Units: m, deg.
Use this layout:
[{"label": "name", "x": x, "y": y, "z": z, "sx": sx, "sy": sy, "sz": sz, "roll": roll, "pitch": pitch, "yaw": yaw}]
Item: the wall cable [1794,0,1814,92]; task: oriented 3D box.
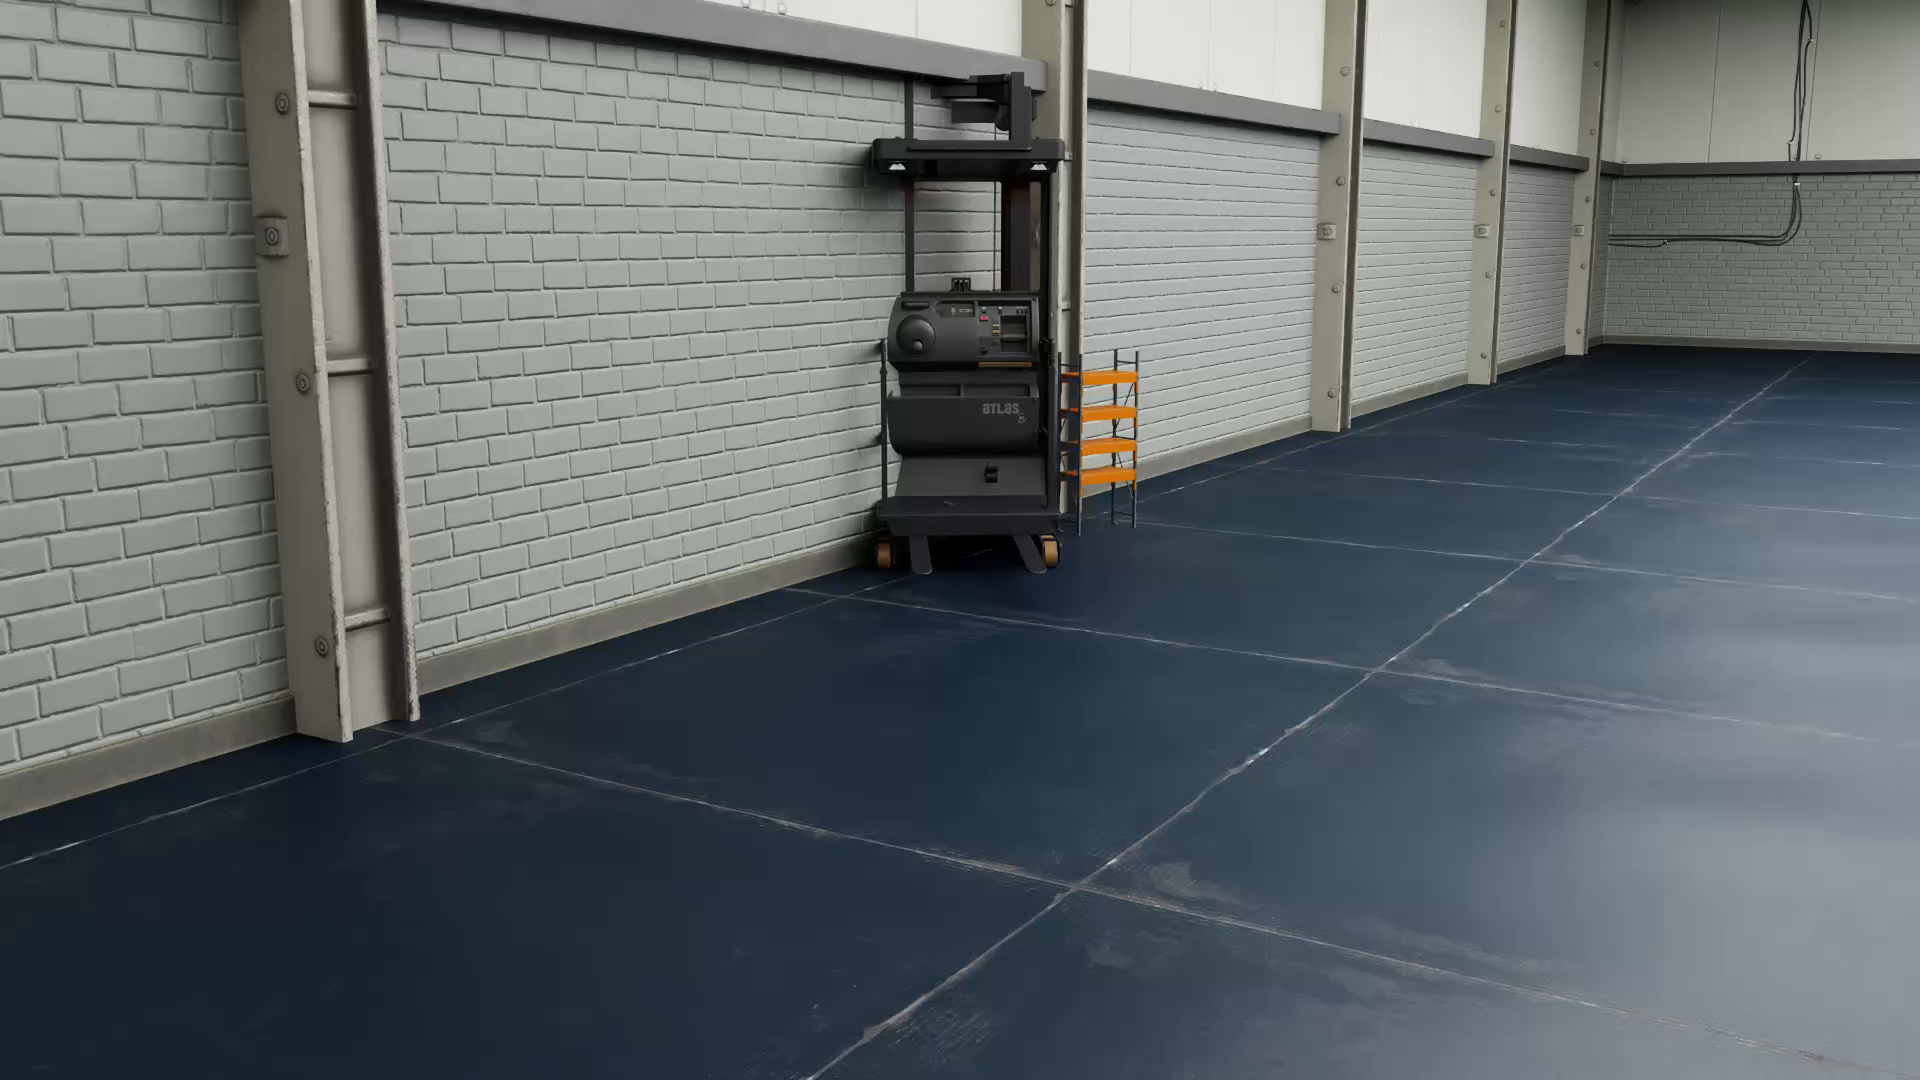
[{"label": "wall cable", "x": 14.958, "y": -8.475, "z": 26.400, "sx": 3.097, "sy": 2.526, "sz": 0.112, "roll": 6, "pitch": 12, "yaw": 31}]

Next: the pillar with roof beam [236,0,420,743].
[{"label": "pillar with roof beam", "x": 1.205, "y": -3.255, "z": 3.801, "sx": 9.100, "sy": 9.000, "sz": 0.400, "roll": 6, "pitch": 12, "yaw": 31}]

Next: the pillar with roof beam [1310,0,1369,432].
[{"label": "pillar with roof beam", "x": 7.435, "y": -5.142, "z": 13.881, "sx": 9.100, "sy": 9.000, "sz": 0.400, "roll": 6, "pitch": 12, "yaw": 31}]

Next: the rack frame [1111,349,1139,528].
[{"label": "rack frame", "x": 1.120, "y": -0.689, "z": 11.288, "sx": 0.015, "sy": 1.200, "sz": 0.240, "roll": -7, "pitch": 13, "yaw": -35}]

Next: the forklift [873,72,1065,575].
[{"label": "forklift", "x": 0.031, "y": -1.325, "z": 9.983, "sx": 1.130, "sy": 2.935, "sz": 3.031, "roll": -1, "pitch": 11, "yaw": -3}]

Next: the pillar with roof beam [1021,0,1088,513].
[{"label": "pillar with roof beam", "x": 4.320, "y": -4.199, "z": 8.841, "sx": 9.100, "sy": 9.000, "sz": 0.400, "roll": 6, "pitch": 12, "yaw": 31}]

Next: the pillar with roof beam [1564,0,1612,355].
[{"label": "pillar with roof beam", "x": 13.666, "y": -7.029, "z": 23.962, "sx": 9.100, "sy": 9.000, "sz": 0.400, "roll": 6, "pitch": 12, "yaw": 31}]

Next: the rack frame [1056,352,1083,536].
[{"label": "rack frame", "x": 0.723, "y": -0.637, "z": 11.009, "sx": 0.015, "sy": 1.200, "sz": 0.240, "roll": -7, "pitch": 13, "yaw": -35}]

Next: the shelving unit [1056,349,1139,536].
[{"label": "shelving unit", "x": 0.921, "y": -0.663, "z": 11.148, "sx": 0.503, "sy": 1.200, "sz": 0.258, "roll": -7, "pitch": 13, "yaw": -35}]

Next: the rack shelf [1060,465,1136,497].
[{"label": "rack shelf", "x": 0.921, "y": -0.401, "z": 11.197, "sx": 0.480, "sy": 0.148, "sz": 0.258, "roll": -7, "pitch": 13, "yaw": -35}]

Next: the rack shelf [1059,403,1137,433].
[{"label": "rack shelf", "x": 0.921, "y": -0.817, "z": 11.120, "sx": 0.480, "sy": 0.148, "sz": 0.258, "roll": -7, "pitch": 13, "yaw": -35}]

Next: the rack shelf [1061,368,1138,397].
[{"label": "rack shelf", "x": 0.921, "y": -1.049, "z": 11.076, "sx": 0.480, "sy": 0.148, "sz": 0.258, "roll": -7, "pitch": 13, "yaw": -35}]

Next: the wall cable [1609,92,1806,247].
[{"label": "wall cable", "x": 12.646, "y": -6.251, "z": 28.245, "sx": 3.097, "sy": 2.526, "sz": 0.112, "roll": 6, "pitch": 12, "yaw": 31}]

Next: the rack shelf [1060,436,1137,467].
[{"label": "rack shelf", "x": 0.921, "y": -0.597, "z": 11.161, "sx": 0.480, "sy": 0.148, "sz": 0.258, "roll": -7, "pitch": 13, "yaw": -35}]

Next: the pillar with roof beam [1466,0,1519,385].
[{"label": "pillar with roof beam", "x": 10.550, "y": -6.086, "z": 18.922, "sx": 9.100, "sy": 9.000, "sz": 0.400, "roll": 6, "pitch": 12, "yaw": 31}]
